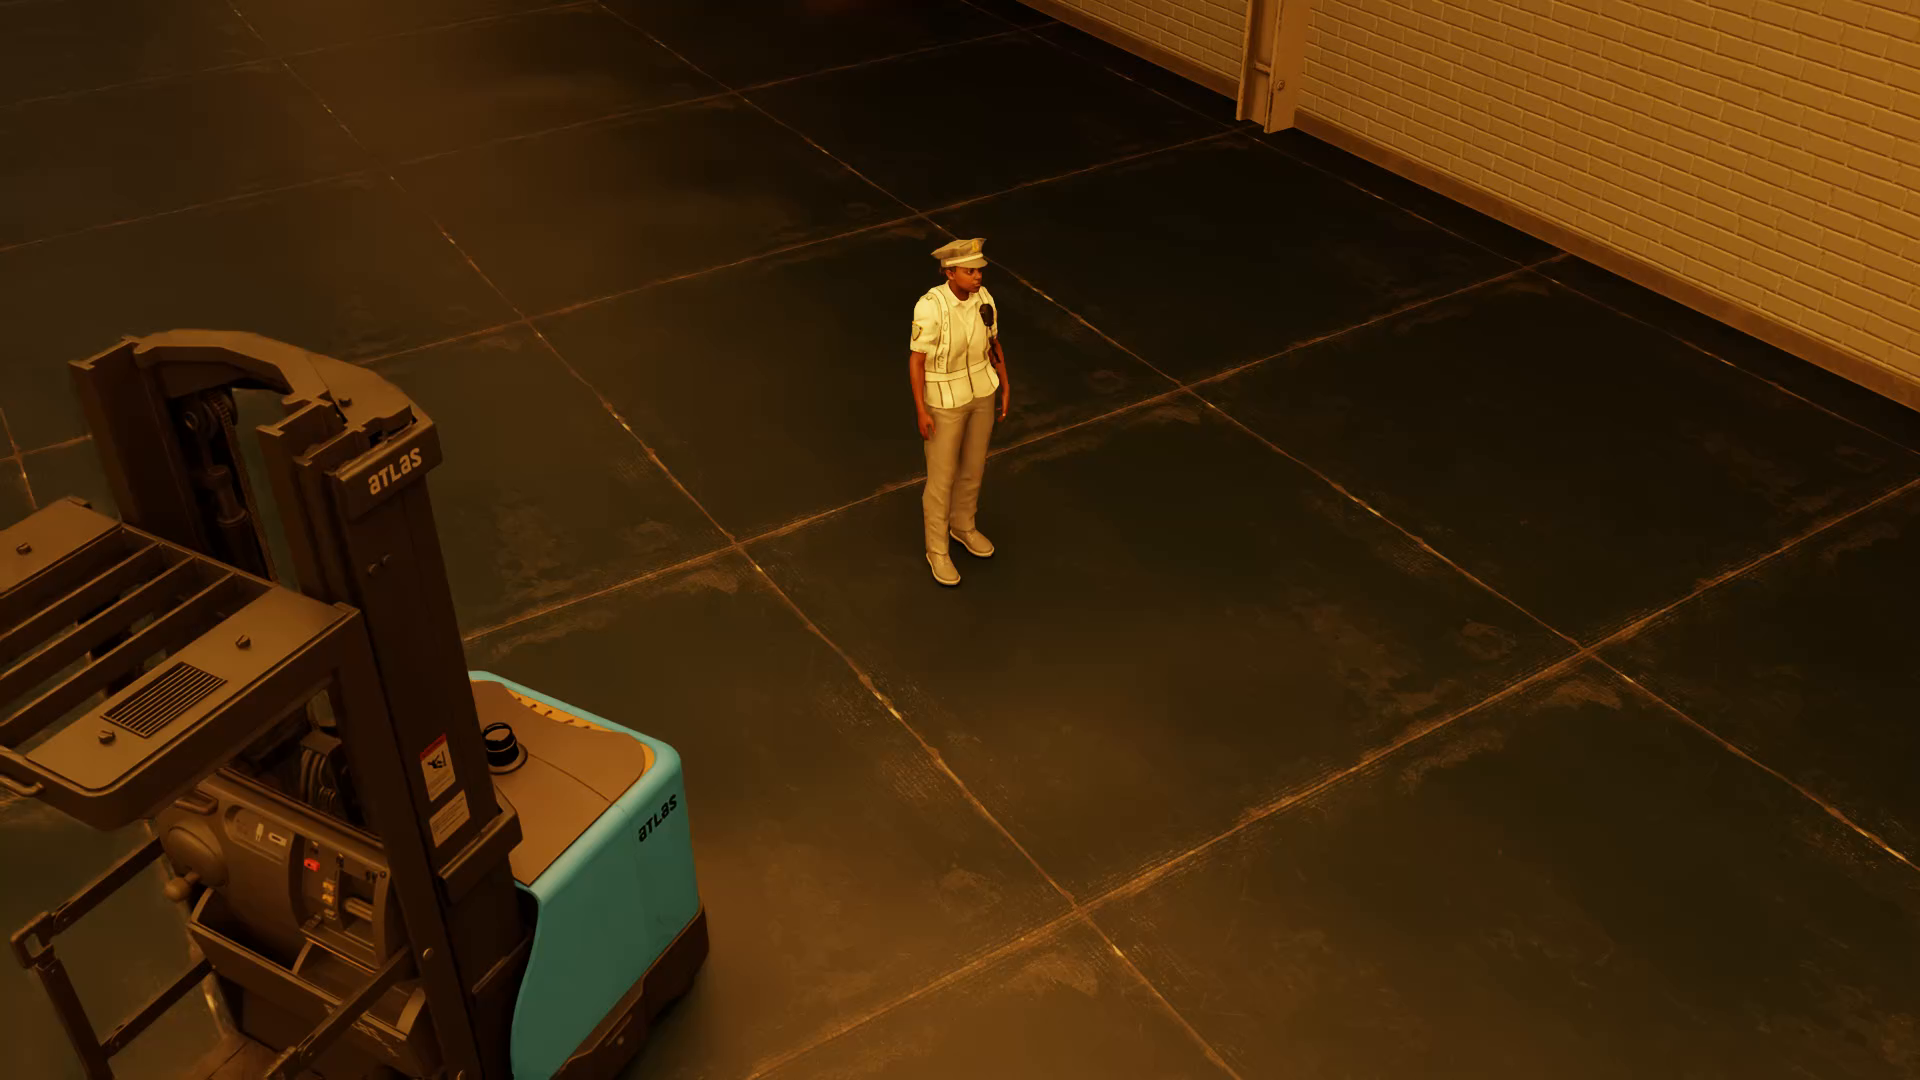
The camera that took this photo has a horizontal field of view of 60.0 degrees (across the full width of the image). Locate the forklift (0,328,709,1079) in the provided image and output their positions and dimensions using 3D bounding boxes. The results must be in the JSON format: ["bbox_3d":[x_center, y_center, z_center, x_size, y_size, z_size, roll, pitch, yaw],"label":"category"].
[{"bbox_3d":[-2.106,1.017,4.699,1.130,2.935,3.031,17,39,23],"label":"forklift"}]

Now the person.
[{"bbox_3d":[0.024,-0.657,8.145,0.569,1.695,0.528,-21,40,-27],"label":"person"}]
